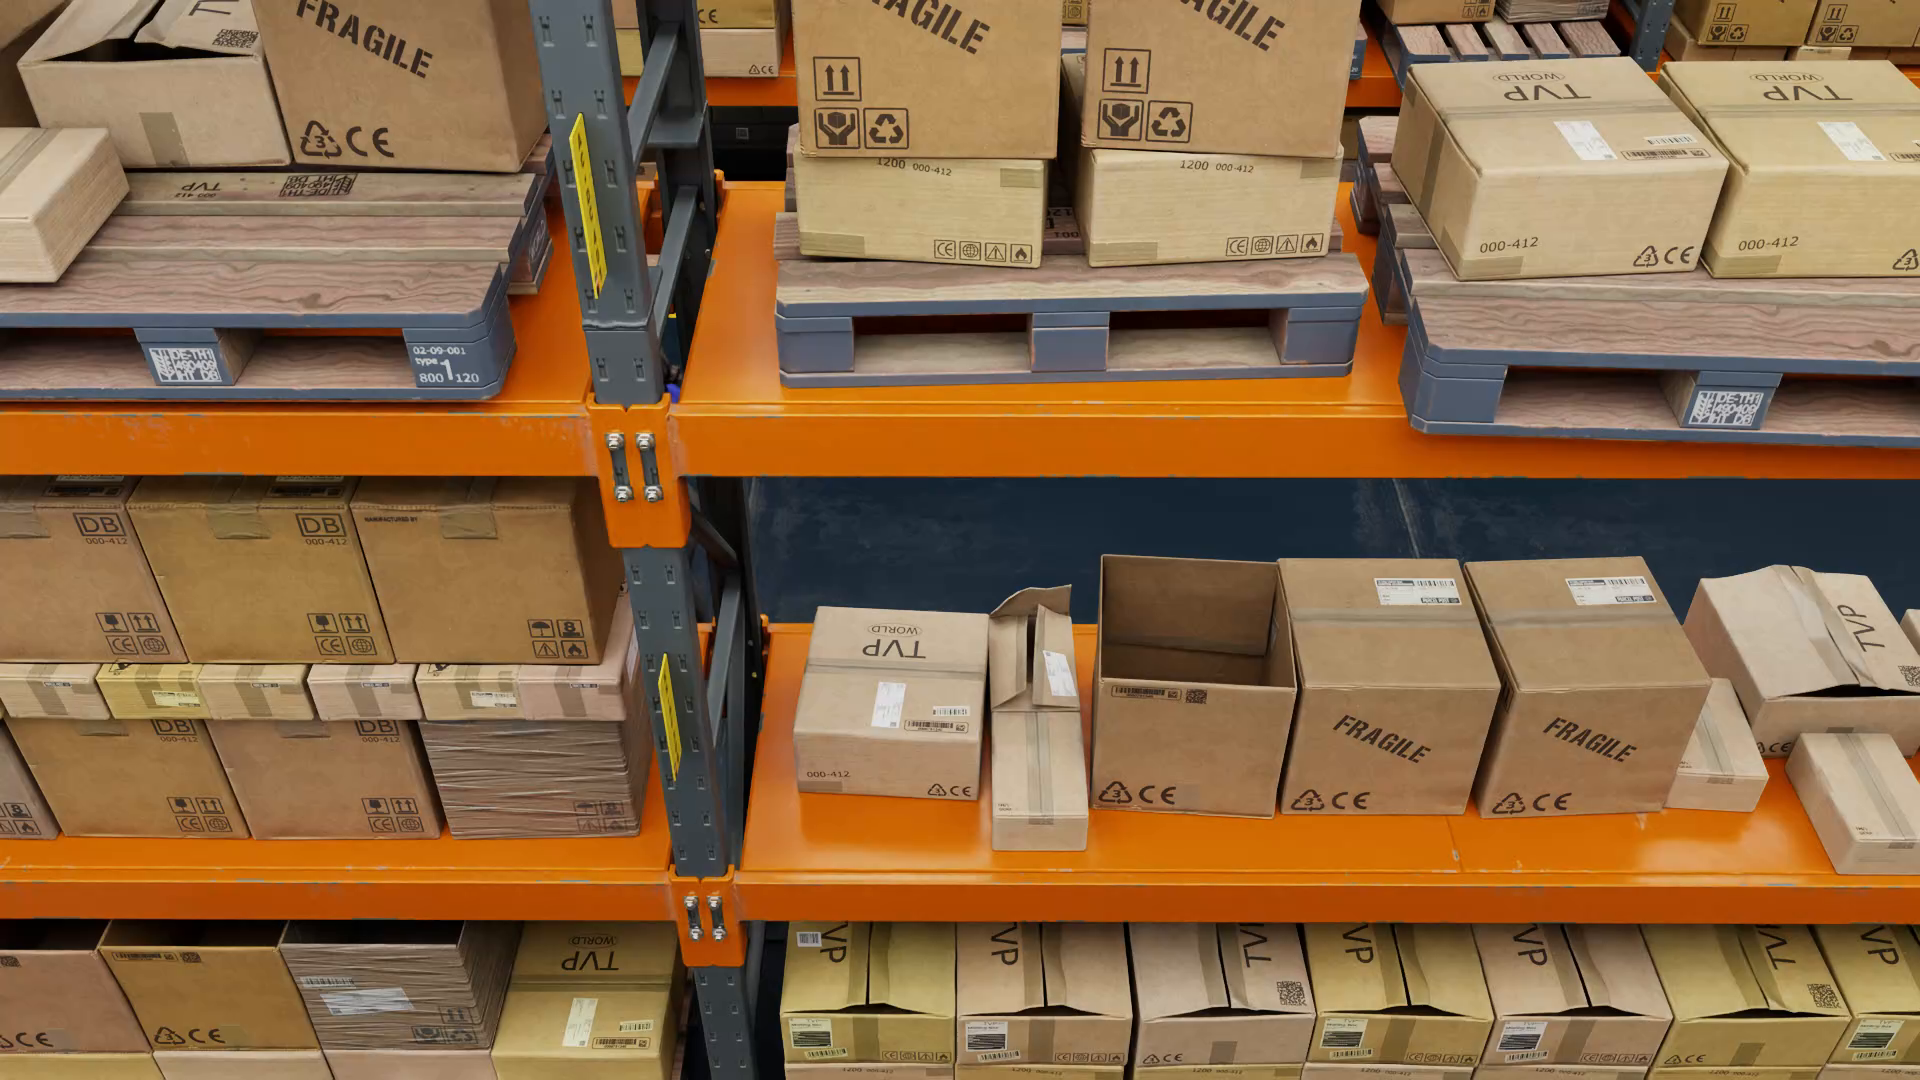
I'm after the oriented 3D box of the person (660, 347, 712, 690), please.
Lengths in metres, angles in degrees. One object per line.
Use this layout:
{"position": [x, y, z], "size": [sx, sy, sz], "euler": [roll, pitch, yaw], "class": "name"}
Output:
{"position": [-1.125, -0.038, 6.223], "size": [0.316, 1.637, 0.436], "euler": [1, 40, 1], "class": "person"}
